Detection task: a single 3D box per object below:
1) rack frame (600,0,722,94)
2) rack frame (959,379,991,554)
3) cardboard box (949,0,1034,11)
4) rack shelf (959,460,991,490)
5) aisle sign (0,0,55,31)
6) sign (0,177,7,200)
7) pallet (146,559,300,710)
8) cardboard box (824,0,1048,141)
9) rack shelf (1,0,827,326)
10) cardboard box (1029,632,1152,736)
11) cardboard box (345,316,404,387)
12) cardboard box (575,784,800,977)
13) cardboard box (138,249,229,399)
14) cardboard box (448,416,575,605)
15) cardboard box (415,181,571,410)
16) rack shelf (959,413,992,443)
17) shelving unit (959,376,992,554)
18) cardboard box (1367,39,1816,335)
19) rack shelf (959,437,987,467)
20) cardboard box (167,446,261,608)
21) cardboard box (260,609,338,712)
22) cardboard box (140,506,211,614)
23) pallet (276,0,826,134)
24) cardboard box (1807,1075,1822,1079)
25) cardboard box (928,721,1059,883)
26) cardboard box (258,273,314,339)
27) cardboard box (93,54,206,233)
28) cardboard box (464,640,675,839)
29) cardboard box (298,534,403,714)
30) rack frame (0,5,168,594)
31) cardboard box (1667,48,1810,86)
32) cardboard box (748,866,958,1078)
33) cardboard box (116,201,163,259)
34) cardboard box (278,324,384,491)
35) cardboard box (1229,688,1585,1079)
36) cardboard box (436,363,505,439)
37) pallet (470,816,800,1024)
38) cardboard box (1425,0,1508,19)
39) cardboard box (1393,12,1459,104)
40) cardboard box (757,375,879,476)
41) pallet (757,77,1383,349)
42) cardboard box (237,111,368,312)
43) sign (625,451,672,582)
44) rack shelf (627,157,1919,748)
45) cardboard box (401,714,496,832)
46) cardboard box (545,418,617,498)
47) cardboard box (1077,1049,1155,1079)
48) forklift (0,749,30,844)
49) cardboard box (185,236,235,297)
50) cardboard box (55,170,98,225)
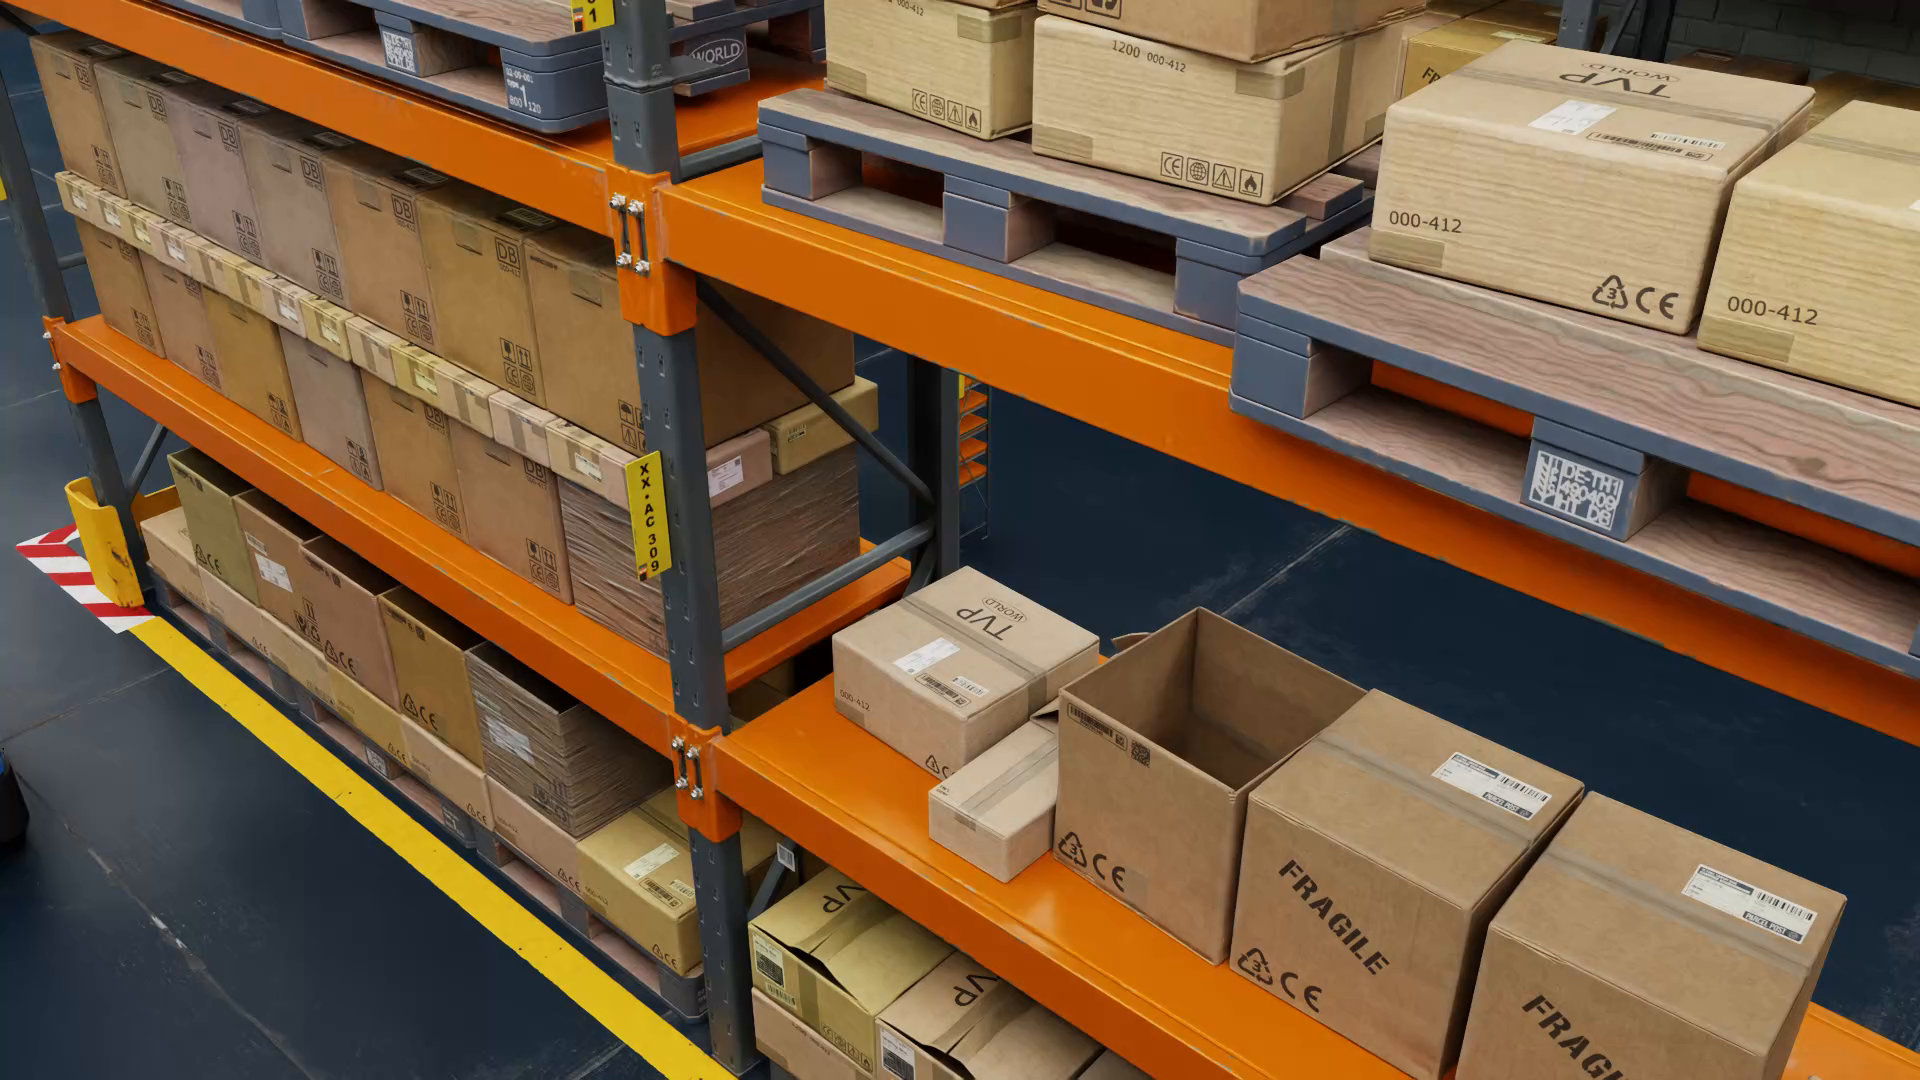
[{"bbox_3d":[-0.380,-2.433,3.067,0.127,3.000,1.000,25,39,35],"label":"rack frame"},{"bbox_3d":[0.057,-0.487,7.396,0.006,1.200,0.240,25,39,35],"label":"rack frame"},{"bbox_3d":[0.051,-1.356,3.197,0.500,0.500,0.500,26,39,36],"label":"cardboard box"},{"bbox_3d":[-0.011,-0.275,7.596,0.180,0.103,0.258,25,39,35],"label":"rack shelf"},{"bbox_3d":[-3.600,-2.267,6.086,0.004,0.787,0.394,25,39,35],"label":"aisle sign"},{"bbox_3d":[-3.722,-1.442,6.321,0.005,0.325,0.100,25,39,35],"label":"sign"},{"bbox_3d":[-2.750,0.196,7.219,1.213,0.211,1.003,25,39,35],"label":"pallet"},{"bbox_3d":[0.071,-1.047,3.410,0.500,0.250,0.500,-25,39,-35],"label":"cardboard box"},{"bbox_3d":[-1.863,-1.532,5.175,4.000,0.370,1.077,25,39,35],"label":"rack shelf"},{"bbox_3d":[0.395,0.429,4.260,0.258,0.266,0.396,24,38,34],"label":"cardboard box"},{"bbox_3d":[-1.665,-0.636,5.172,0.250,0.149,0.380,26,40,36],"label":"cardboard box"},{"bbox_3d":[-0.870,1.058,5.342,0.500,0.250,0.500,25,39,35],"label":"cardboard box"},{"bbox_3d":[-2.615,-0.944,6.312,0.500,0.500,0.700,26,40,36],"label":"cardboard box"},{"bbox_3d":[-1.108,-0.237,5.138,0.500,0.500,0.700,25,39,35],"label":"cardboard box"},{"bbox_3d":[-1.088,-0.787,4.794,0.500,0.500,0.700,25,39,35],"label":"cardboard box"},{"bbox_3d":[-0.011,-0.481,7.472,0.180,0.103,0.258,25,39,35],"label":"rack shelf"},{"bbox_3d":[-0.011,-0.519,7.449,0.189,1.200,0.258,25,39,35],"label":"shelving unit"},{"bbox_3d":[0.997,-0.578,2.632,0.500,0.250,0.500,21,37,31],"label":"cardboard box"},{"bbox_3d":[-0.011,-0.378,7.534,0.180,0.103,0.258,25,39,35],"label":"rack shelf"},{"bbox_3d":[-2.725,-0.127,6.585,0.500,0.500,0.500,25,39,35],"label":"cardboard box"},{"bbox_3d":[-2.353,0.366,6.492,0.500,0.250,0.500,25,39,35],"label":"cardboard box"},{"bbox_3d":[-3.097,0.022,7.065,0.500,0.250,0.500,25,39,35],"label":"cardboard box"},{"bbox_3d":[-1.029,-1.395,4.337,1.213,0.211,1.003,25,39,35],"label":"pallet"},{"bbox_3d":[1.603,1.209,3.076,0.380,0.149,0.250,-26,40,-36],"label":"cardboard box"},{"bbox_3d":[0.140,0.630,4.039,0.250,0.149,0.380,25,39,35],"label":"cardboard box"},{"bbox_3d":[-2.060,-0.817,5.474,0.250,0.149,0.380,25,39,36],"label":"cardboard box"},{"bbox_3d":[-2.575,-1.481,5.947,0.500,0.500,0.700,24,38,34],"label":"cardboard box"},{"bbox_3d":[-1.233,0.560,5.444,0.500,0.500,0.500,25,39,35],"label":"cardboard box"},{"bbox_3d":[-1.987,0.220,6.007,0.500,0.500,0.500,25,39,35],"label":"cardboard box"},{"bbox_3d":[-3.345,-1.247,6.913,0.127,3.000,1.000,25,39,35],"label":"rack frame"},{"bbox_3d":[3.296,-1.801,7.309,0.500,0.500,0.700,25,39,35],"label":"cardboard box"},{"bbox_3d":[-0.240,1.133,4.674,0.500,0.311,0.500,25,39,35],"label":"cardboard box"},{"bbox_3d":[-2.817,-1.173,6.064,0.250,0.149,0.380,25,39,35],"label":"cardboard box"},{"bbox_3d":[-1.858,-0.589,5.723,0.500,0.500,0.700,26,40,36],"label":"cardboard box"},{"bbox_3d":[0.941,0.722,3.545,0.500,0.500,0.500,25,39,35],"label":"cardboard box"},{"bbox_3d":[-1.298,-0.462,4.884,0.250,0.149,0.380,25,39,35],"label":"cardboard box"},{"bbox_3d":[-0.941,1.041,5.817,1.213,0.211,1.003,25,39,35],"label":"pallet"},{"bbox_3d":[2.352,-2.447,8.305,0.500,0.500,0.500,25,39,35],"label":"cardboard box"},{"bbox_3d":[2.010,-2.240,7.961,0.500,0.500,0.500,25,39,35],"label":"cardboard box"},{"bbox_3d":[-0.449,-0.351,4.698,0.250,0.149,0.380,25,39,35],"label":"cardboard box"},{"bbox_3d":[0.283,-0.766,3.391,1.217,0.209,0.805,23,38,33],"label":"pallet"},{"bbox_3d":[-1.829,-1.134,5.370,0.500,0.500,0.700,25,39,35],"label":"cardboard box"},{"bbox_3d":[-0.751,-0.055,4.017,0.005,0.325,0.100,25,39,35],"label":"sign"},{"bbox_3d":[1.103,-0.148,2.876,4.000,0.370,1.077,25,39,35],"label":"rack shelf"},{"bbox_3d":[-1.615,0.714,5.914,0.500,0.250,0.500,25,39,35],"label":"cardboard box"},{"bbox_3d":[-0.907,-0.282,4.584,0.250,0.149,0.380,24,39,34],"label":"cardboard box"},{"bbox_3d":[0.512,1.487,4.086,0.500,0.311,0.500,24,38,34],"label":"cardboard box"},{"bbox_3d":[-4.743,0.163,4.637,3.031,2.935,1.130,-26,39,-36],"label":"forklift"},{"bbox_3d":[-2.432,-0.993,5.765,0.250,0.149,0.380,24,38,34],"label":"cardboard box"},{"bbox_3d":[-3.199,-1.350,6.358,0.250,0.149,0.380,25,39,35],"label":"cardboard box"}]
